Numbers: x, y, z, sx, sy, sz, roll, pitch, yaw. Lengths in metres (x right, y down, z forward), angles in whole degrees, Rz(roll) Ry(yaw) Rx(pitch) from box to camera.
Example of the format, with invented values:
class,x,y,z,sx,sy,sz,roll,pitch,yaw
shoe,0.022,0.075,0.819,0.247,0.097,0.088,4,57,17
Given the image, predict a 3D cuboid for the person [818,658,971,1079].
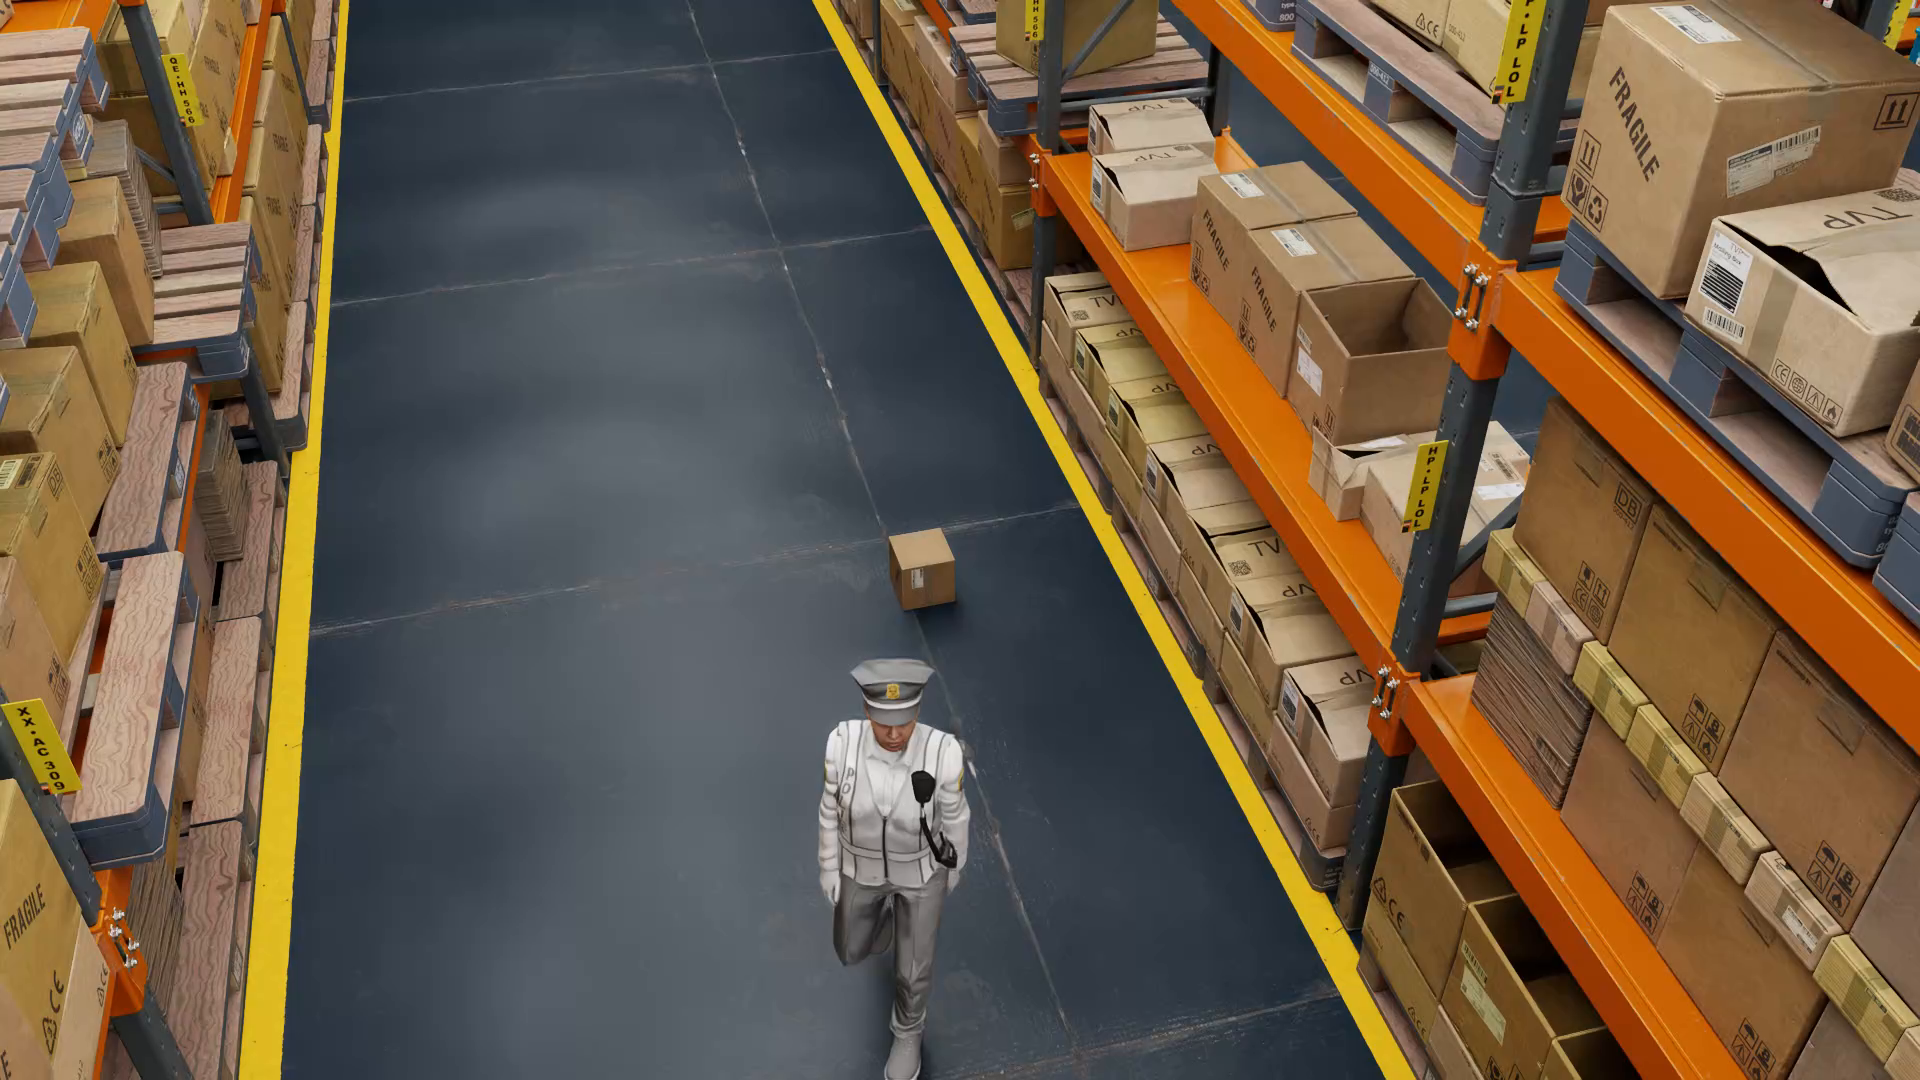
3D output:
class,x,y,z,sx,sy,sz,roll,pitch,yaw
person,-0.209,1.011,5.380,0.485,1.671,0.664,5,39,6
